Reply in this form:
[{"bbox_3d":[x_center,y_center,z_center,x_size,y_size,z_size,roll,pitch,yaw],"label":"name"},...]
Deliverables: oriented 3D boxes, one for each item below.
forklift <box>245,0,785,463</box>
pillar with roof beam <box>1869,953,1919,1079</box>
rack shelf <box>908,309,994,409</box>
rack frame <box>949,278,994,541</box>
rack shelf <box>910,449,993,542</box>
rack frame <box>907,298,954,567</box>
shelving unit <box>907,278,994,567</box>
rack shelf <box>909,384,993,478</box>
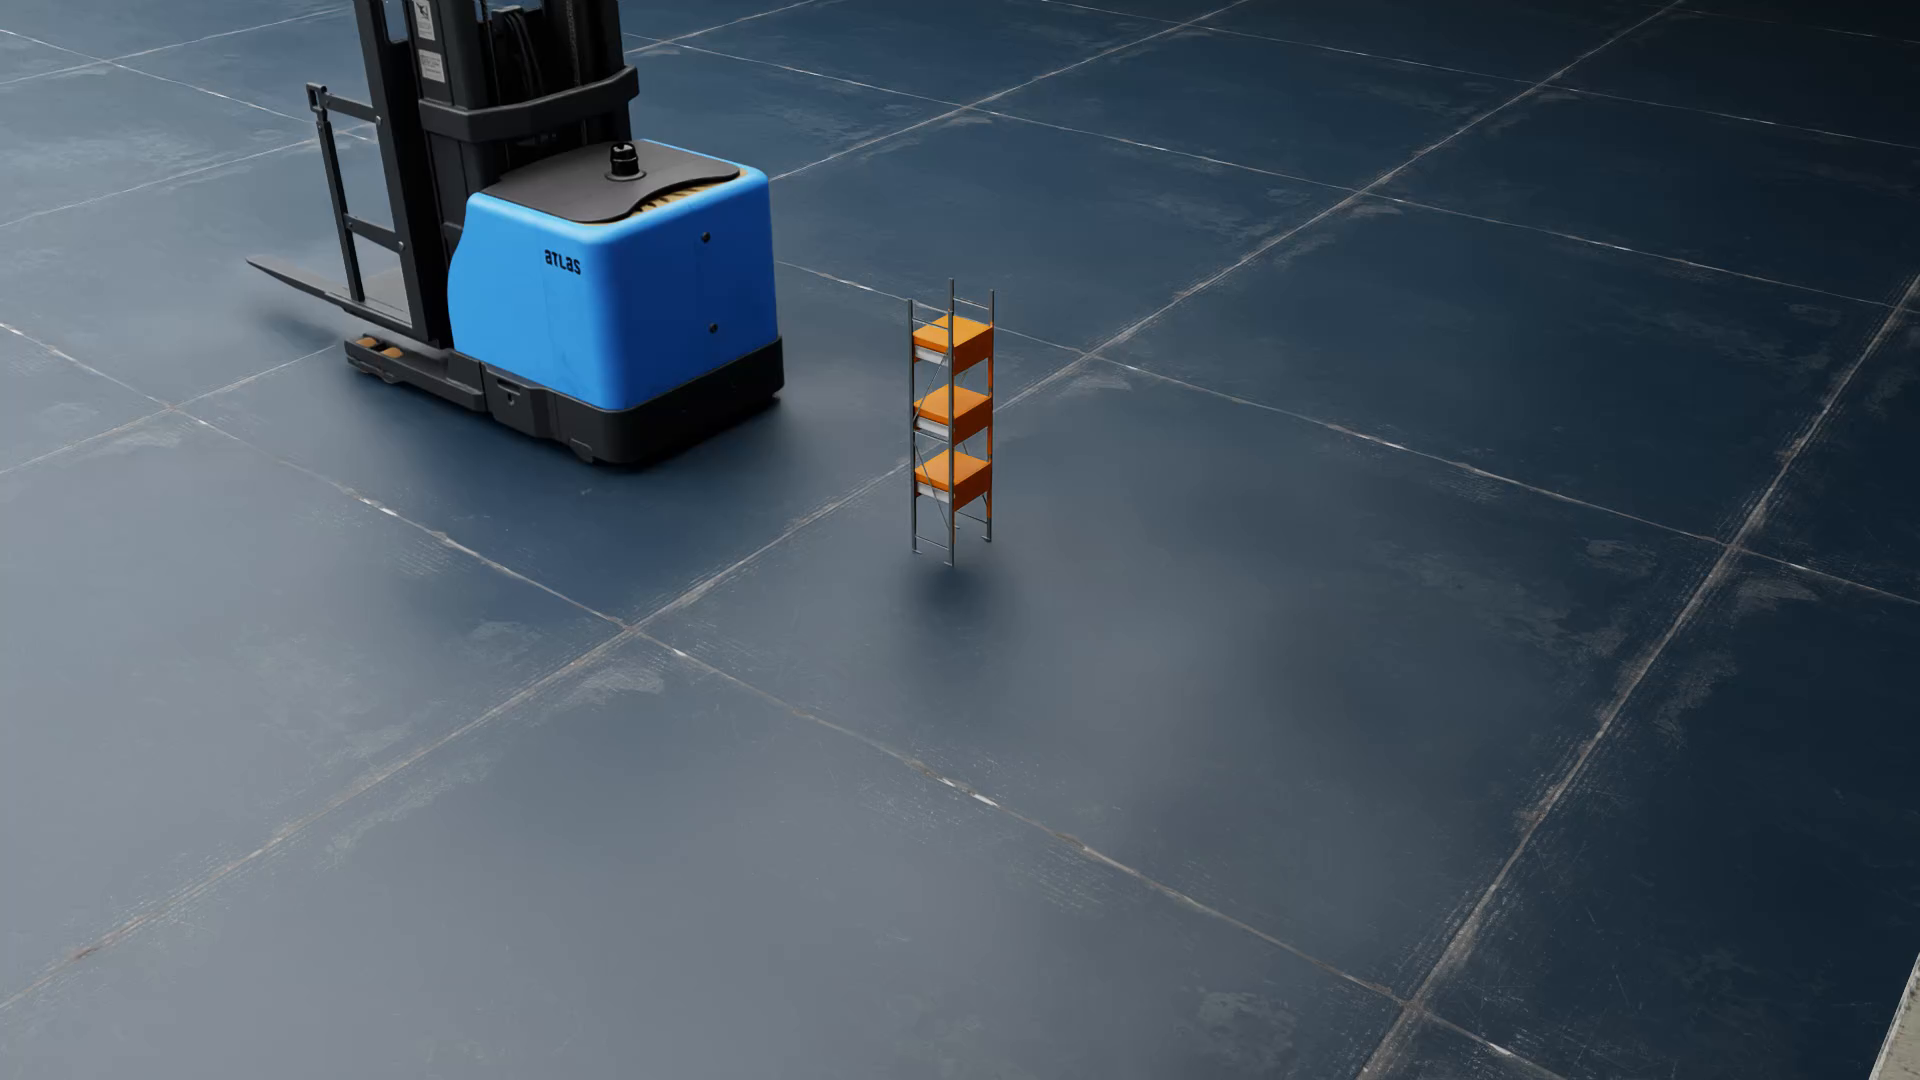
[{"bbox_3d":[-2.278,-2.181,7.347,3.031,2.935,1.130,22,37,32],"label":"forklift"},{"bbox_3d":[-1.286,-3.587,3.769,9.100,9.000,0.400,21,37,31],"label":"pillar with roof beam"},{"bbox_3d":[-0.032,-0.665,6.098,0.215,0.259,0.240,21,37,31],"label":"rack shelf"},{"bbox_3d":[0.041,-0.479,6.321,0.200,1.050,0.008,21,37,31],"label":"rack frame"},{"bbox_3d":[-0.032,-0.182,6.385,0.215,0.259,0.240,21,37,31],"label":"rack shelf"},{"bbox_3d":[-0.106,-0.380,6.154,0.200,1.050,0.008,21,37,31],"label":"rack frame"},{"bbox_3d":[-0.032,-0.430,6.238,0.215,1.050,0.252,21,37,31],"label":"shelving unit"},{"bbox_3d":[-0.032,-0.421,6.243,0.215,0.259,0.240,21,37,31],"label":"rack shelf"}]
